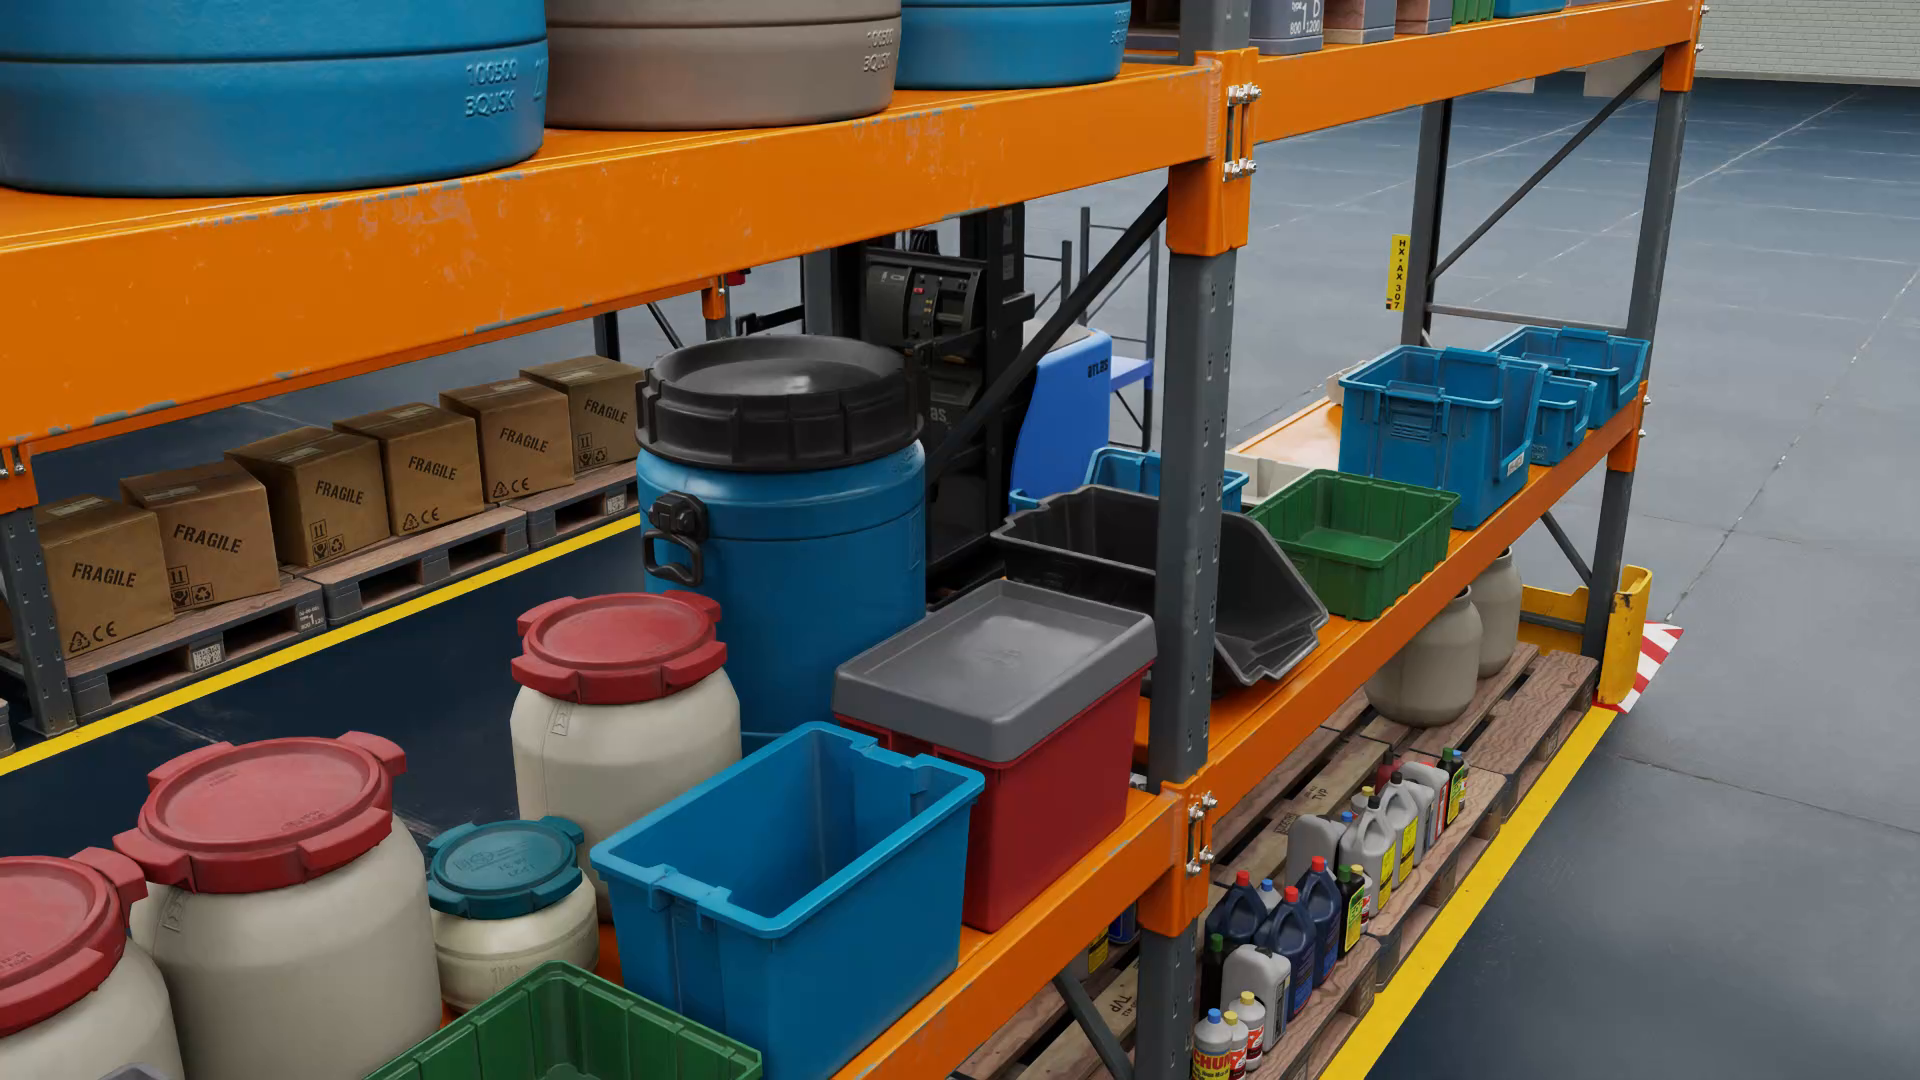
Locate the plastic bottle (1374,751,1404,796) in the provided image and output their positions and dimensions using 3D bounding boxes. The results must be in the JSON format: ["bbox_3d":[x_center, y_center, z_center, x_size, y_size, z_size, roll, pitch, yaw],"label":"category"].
[{"bbox_3d":[1.421,0.819,5.508,0.061,0.283,0.133,13,24,32],"label":"plastic bottle"}]

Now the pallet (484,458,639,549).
[{"bbox_3d":[-2.282,-0.317,9.319,1.003,0.211,1.213,13,24,32],"label":"pallet"}]

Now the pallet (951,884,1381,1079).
[{"bbox_3d":[0.507,1.364,4.774,1.003,0.211,1.213,13,24,32],"label":"pallet"}]

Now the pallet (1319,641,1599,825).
[{"bbox_3d":[1.878,0.664,6.667,1.003,0.211,1.213,13,24,32],"label":"pallet"}]

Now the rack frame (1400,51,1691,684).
[{"bbox_3d":[2.343,-0.907,6.894,1.000,3.000,0.127,13,24,32],"label":"rack frame"}]

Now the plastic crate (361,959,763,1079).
[{"bbox_3d":[-0.651,0.895,2.328,0.450,0.188,0.662,13,24,32],"label":"plastic crate"}]

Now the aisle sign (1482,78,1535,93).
[{"bbox_3d":[2.142,-2.204,6.653,0.394,0.787,0.004,13,24,32],"label":"aisle sign"}]

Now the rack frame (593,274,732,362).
[{"bbox_3d":[-1.753,-1.873,9.505,1.000,3.000,0.127,13,24,32],"label":"rack frame"}]

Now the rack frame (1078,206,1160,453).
[{"bbox_3d":[0.923,-1.194,9.832,0.500,1.500,0.032,13,24,31],"label":"rack frame"}]

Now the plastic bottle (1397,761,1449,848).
[{"bbox_3d":[1.509,0.843,5.453,0.152,0.276,0.135,13,24,32],"label":"plastic bottle"}]

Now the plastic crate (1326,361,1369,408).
[{"bbox_3d":[1.574,-0.590,6.415,0.298,0.136,0.250,13,24,32],"label":"plastic crate"}]

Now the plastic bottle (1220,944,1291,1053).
[{"bbox_3d":[0.796,1.208,4.469,0.152,0.276,0.135,14,25,34],"label":"plastic bottle"}]

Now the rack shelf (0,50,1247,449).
[{"bbox_3d":[-1.029,-0.255,1.844,1.077,0.370,4.000,13,24,32],"label":"rack shelf"}]

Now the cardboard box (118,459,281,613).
[{"bbox_3d":[-3.428,-0.023,7.501,0.500,0.500,0.500,-15,25,-35],"label":"cardboard box"}]

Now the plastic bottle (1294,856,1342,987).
[{"bbox_3d":[0.998,1.072,4.728,0.144,0.351,0.185,12,24,30],"label":"plastic bottle"}]

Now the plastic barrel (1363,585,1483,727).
[{"bbox_3d":[1.755,0.410,6.313,0.421,0.512,0.421,0,20,0],"label":"plastic barrel"}]

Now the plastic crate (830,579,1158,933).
[{"bbox_3d":[0.076,0.409,3.243,0.402,0.464,0.583,13,24,32],"label":"plastic crate"}]

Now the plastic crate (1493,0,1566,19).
[{"bbox_3d":[1.520,-1.701,4.738,0.392,0.384,0.575,13,24,32],"label":"plastic crate"}]

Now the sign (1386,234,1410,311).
[{"bbox_3d":[1.891,-1.146,7.139,0.100,0.325,0.005,13,24,32],"label":"sign"}]

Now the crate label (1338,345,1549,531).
[{"bbox_3d":[1.532,-0.343,5.318,0.502,0.435,0.616,13,24,32],"label":"crate label"}]

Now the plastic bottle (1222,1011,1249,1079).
[{"bbox_3d":[0.694,1.311,4.295,0.097,0.201,0.097,0,20,0],"label":"plastic bottle"}]

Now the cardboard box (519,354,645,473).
[{"bbox_3d":[-2.118,-0.722,9.391,0.500,0.500,0.500,19,28,42],"label":"cardboard box"}]

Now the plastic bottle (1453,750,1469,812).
[{"bbox_3d":[1.674,0.811,5.647,0.097,0.201,0.097,0,20,0],"label":"plastic bottle"}]

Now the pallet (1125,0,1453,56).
[{"bbox_3d":[0.420,-1.304,3.915,1.213,0.211,1.003,13,24,32],"label":"pallet"}]

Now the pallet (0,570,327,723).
[{"bbox_3d":[-3.653,0.383,7.426,1.003,0.211,1.213,13,24,32],"label":"pallet"}]

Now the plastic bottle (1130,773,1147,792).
[{"bbox_3d":[0.603,0.877,5.362,0.152,0.276,0.135,14,24,33],"label":"plastic bottle"}]

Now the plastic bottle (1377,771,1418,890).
[{"bbox_3d":[1.341,0.896,5.202,0.144,0.351,0.185,14,25,34],"label":"plastic bottle"}]

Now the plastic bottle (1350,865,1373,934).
[{"bbox_3d":[1.176,1.065,4.961,0.097,0.201,0.097,0,20,0],"label":"plastic bottle"}]

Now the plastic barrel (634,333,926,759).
[{"bbox_3d":[-0.373,0.057,3.564,0.600,0.901,0.708,13,24,32],"label":"plastic barrel"}]

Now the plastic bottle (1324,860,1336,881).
[{"bbox_3d":[1.050,1.059,4.876,0.097,0.271,0.097,0,20,0],"label":"plastic bottle"}]

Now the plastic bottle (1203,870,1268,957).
[{"bbox_3d":[0.773,1.098,4.658,0.144,0.351,0.185,13,24,32],"label":"plastic bottle"}]

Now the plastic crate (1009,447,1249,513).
[{"bbox_3d":[0.492,-0.060,4.819,0.499,0.251,0.616,13,24,32],"label":"plastic crate"}]

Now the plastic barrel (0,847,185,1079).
[{"bbox_3d":[-1.280,0.743,2.236,0.433,0.535,0.433,0,20,0],"label":"plastic barrel"}]

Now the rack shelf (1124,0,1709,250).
[{"bbox_3d":[1.219,-1.403,4.947,1.077,0.370,4.000,13,24,32],"label":"rack shelf"}]

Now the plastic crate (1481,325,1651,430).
[{"bbox_3d":[2.309,-0.636,6.374,0.499,0.251,0.616,13,24,32],"label":"plastic crate"}]

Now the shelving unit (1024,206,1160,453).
[{"bbox_3d":[0.644,-1.047,9.433,0.538,1.500,1.048,13,24,31],"label":"shelving unit"}]

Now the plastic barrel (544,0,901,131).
[{"bbox_3d":[-0.379,-1.026,2.168,0.600,0.901,0.600,0,20,0],"label":"plastic barrel"}]

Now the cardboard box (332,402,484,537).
[{"bbox_3d":[-2.793,-0.368,8.433,0.500,0.500,0.500,16,26,37],"label":"cardboard box"}]

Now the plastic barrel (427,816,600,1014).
[{"bbox_3d":[-0.776,0.655,2.869,0.301,0.262,0.301,0,20,0],"label":"plastic barrel"}]

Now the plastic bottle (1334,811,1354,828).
[{"bbox_3d":[1.217,0.955,5.258,0.097,0.201,0.097,0,20,0],"label":"plastic bottle"}]

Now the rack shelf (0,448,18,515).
[{"bbox_3d":[-5.126,0.186,4.976,1.077,0.370,4.000,13,24,32],"label":"rack shelf"}]

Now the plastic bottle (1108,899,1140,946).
[{"bbox_3d":[0.463,1.037,4.929,0.152,0.276,0.135,13,24,32],"label":"plastic bottle"}]

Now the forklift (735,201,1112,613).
[{"bbox_3d":[-0.427,-1.116,7.556,1.130,2.935,3.031,13,24,31],"label":"forklift"}]
